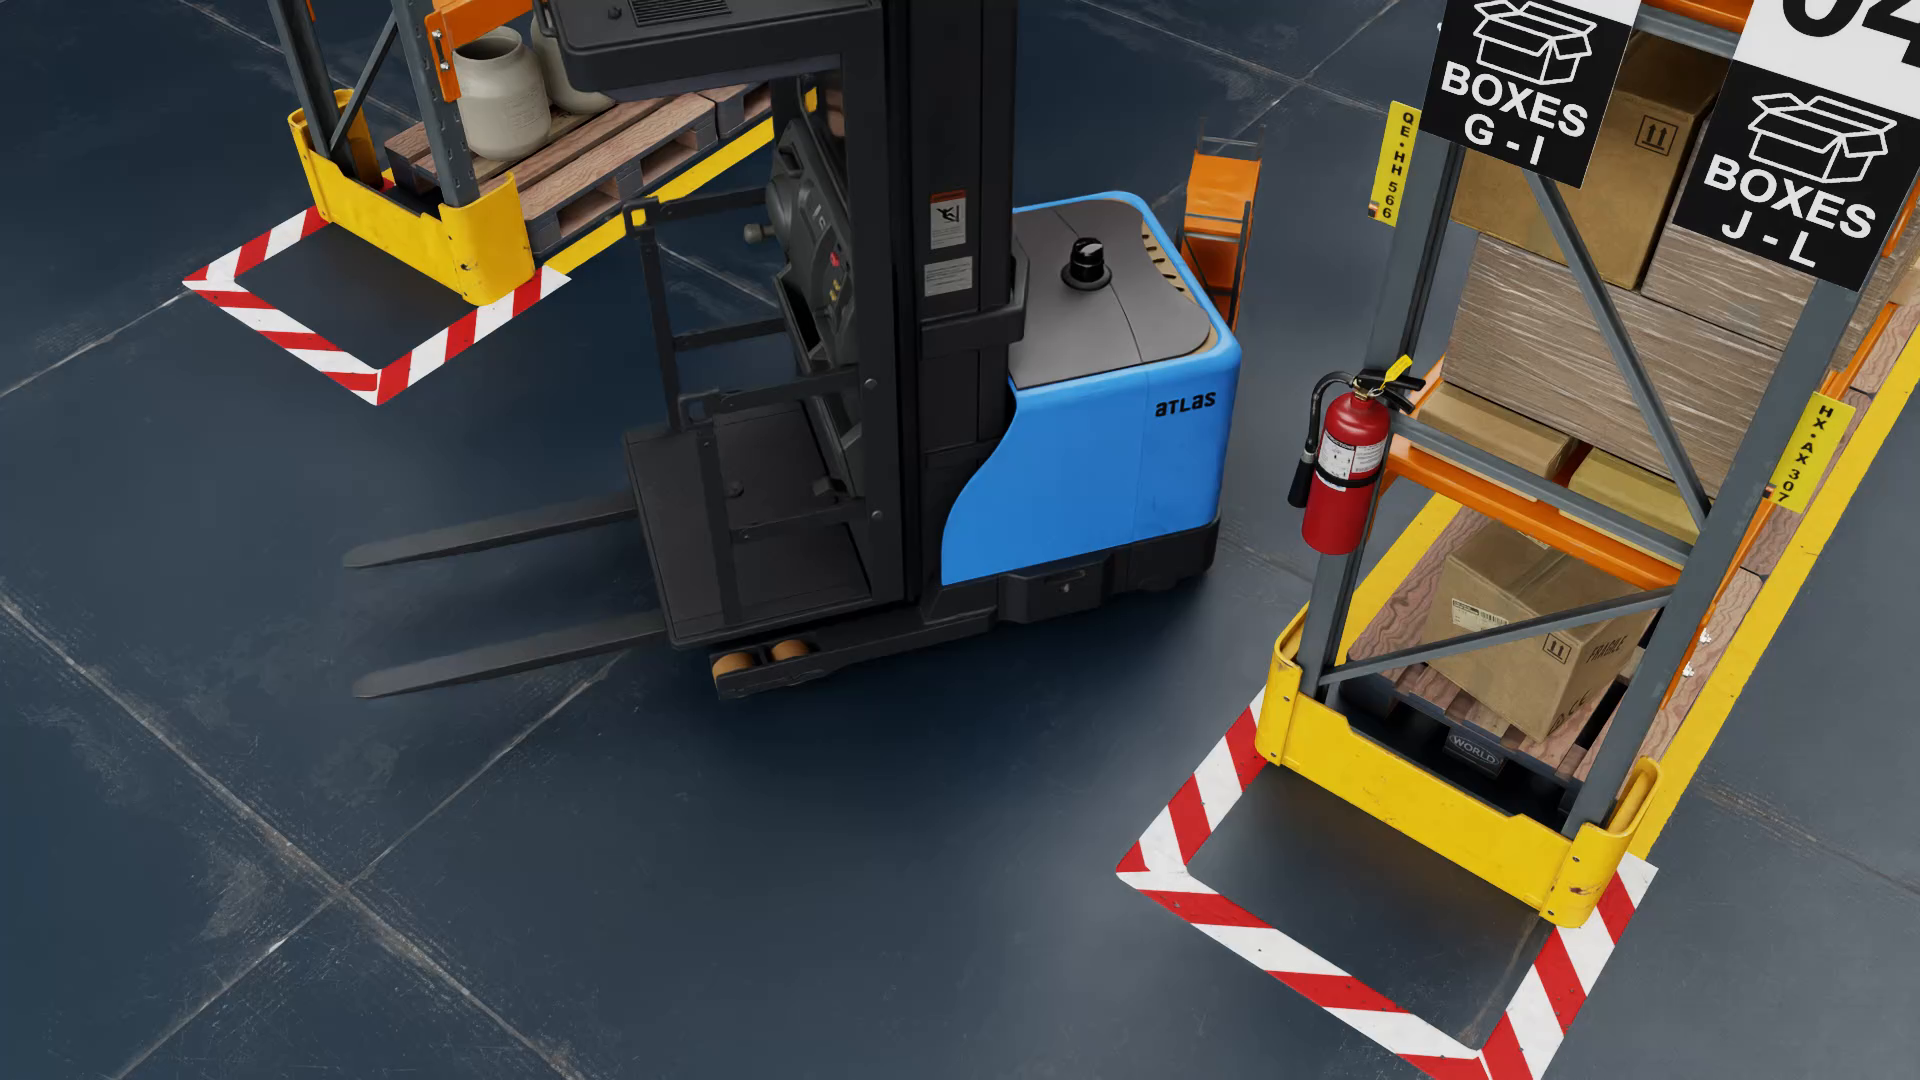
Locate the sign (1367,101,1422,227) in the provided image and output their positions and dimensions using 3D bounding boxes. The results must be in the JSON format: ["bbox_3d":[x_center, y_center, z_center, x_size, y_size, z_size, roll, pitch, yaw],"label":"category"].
[{"bbox_3d":[1.058,-0.902,4.018,0.100,0.325,0.005,29,53,25],"label":"sign"}]

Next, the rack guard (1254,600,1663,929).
[{"bbox_3d":[1.532,0.684,5.251,1.175,0.500,0.348,29,53,25],"label":"rack guard"}]

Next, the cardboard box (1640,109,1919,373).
[{"bbox_3d":[2.037,-0.813,3.986,0.500,0.500,0.500,29,53,25],"label":"cardboard box"}]

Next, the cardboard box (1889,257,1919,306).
[{"bbox_3d":[2.842,-0.922,5.230,0.380,0.149,0.250,29,53,25],"label":"cardboard box"}]

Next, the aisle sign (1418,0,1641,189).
[{"bbox_3d":[1.210,-1.131,3.458,0.394,0.787,0.004,29,53,25],"label":"aisle sign"}]

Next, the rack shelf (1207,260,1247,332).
[{"bbox_3d":[0.936,-0.886,6.360,0.258,0.148,0.480,9,47,9],"label":"rack shelf"}]

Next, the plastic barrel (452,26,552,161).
[{"bbox_3d":[-2.092,-2.022,7.537,0.421,0.512,0.421,0,46,0],"label":"plastic barrel"}]

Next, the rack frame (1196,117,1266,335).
[{"bbox_3d":[0.991,-1.105,6.476,0.240,1.200,0.015,9,47,9],"label":"rack frame"}]

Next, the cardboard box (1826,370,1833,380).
[{"bbox_3d":[2.476,-0.670,4.989,0.380,0.149,0.250,29,53,25],"label":"cardboard box"}]

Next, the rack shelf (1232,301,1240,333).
[{"bbox_3d":[0.936,-0.749,6.504,0.258,0.148,0.480,9,47,9],"label":"rack shelf"}]

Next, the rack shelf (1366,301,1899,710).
[{"bbox_3d":[2.708,-1.032,5.659,1.077,0.370,4.000,29,53,25],"label":"rack shelf"}]

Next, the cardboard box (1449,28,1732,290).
[{"bbox_3d":[1.626,-1.043,4.205,0.500,0.500,0.500,29,53,25],"label":"cardboard box"}]

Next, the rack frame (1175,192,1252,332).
[{"bbox_3d":[0.881,-0.761,6.147,0.240,1.200,0.015,9,47,9],"label":"rack frame"}]

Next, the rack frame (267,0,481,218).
[{"bbox_3d":[-2.434,-2.326,6.397,1.000,3.000,0.127,29,53,25],"label":"rack frame"}]

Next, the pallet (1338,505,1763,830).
[{"bbox_3d":[2.056,0.335,5.784,1.003,0.211,1.213,29,53,25],"label":"pallet"}]

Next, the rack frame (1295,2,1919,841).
[{"bbox_3d":[1.485,-0.136,4.305,1.000,3.000,0.127,29,53,25],"label":"rack frame"}]

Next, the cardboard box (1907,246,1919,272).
[{"bbox_3d":[2.348,-1.096,4.256,0.500,0.500,0.500,29,53,25],"label":"cardboard box"}]

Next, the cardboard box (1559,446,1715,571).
[{"bbox_3d":[1.848,-0.107,4.451,0.380,0.149,0.250,29,53,25],"label":"cardboard box"}]

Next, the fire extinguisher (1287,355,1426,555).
[{"bbox_3d":[1.050,-0.247,4.465,0.296,0.674,0.183,29,53,25],"label":"fire extinguisher"}]

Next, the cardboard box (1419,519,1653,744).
[{"bbox_3d":[1.880,0.233,5.392,0.500,0.500,0.500,-33,54,-27],"label":"cardboard box"}]

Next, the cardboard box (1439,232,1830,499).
[{"bbox_3d":[1.843,-0.576,4.451,0.875,0.500,0.500,29,53,25],"label":"cardboard box"}]

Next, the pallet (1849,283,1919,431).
[{"bbox_3d":[3.548,-1.062,7.118,1.003,0.211,1.213,29,53,25],"label":"pallet"}]

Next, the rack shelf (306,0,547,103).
[{"bbox_3d":[-1.211,-3.222,7.750,1.077,0.370,4.000,29,53,25],"label":"rack shelf"}]

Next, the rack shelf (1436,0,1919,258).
[{"bbox_3d":[2.708,-2.068,4.574,1.077,0.370,4.000,29,53,25],"label":"rack shelf"}]

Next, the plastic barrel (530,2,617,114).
[{"bbox_3d":[-1.786,-2.308,7.811,0.421,0.512,0.421,0,46,0],"label":"plastic barrel"}]

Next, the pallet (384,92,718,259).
[{"bbox_3d":[-1.924,-1.889,7.909,1.003,0.211,1.213,29,53,25],"label":"pallet"}]

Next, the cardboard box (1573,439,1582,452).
[{"bbox_3d":[1.649,-0.446,4.776,0.380,0.149,0.250,29,53,25],"label":"cardboard box"}]

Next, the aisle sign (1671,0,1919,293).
[{"bbox_3d":[1.685,-0.866,3.205,0.394,0.787,0.004,29,53,25],"label":"aisle sign"}]

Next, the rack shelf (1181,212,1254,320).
[{"bbox_3d":[0.936,-1.041,6.198,0.258,0.148,0.480,9,47,9],"label":"rack shelf"}]

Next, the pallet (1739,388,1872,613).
[{"bbox_3d":[2.803,-0.360,6.448,1.003,0.211,1.213,29,53,25],"label":"pallet"}]

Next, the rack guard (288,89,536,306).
[{"bbox_3d":[-2.425,-1.526,7.362,1.175,0.500,0.348,29,53,25],"label":"rack guard"}]

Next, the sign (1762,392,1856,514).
[{"bbox_3d":[1.915,-0.195,3.763,0.100,0.325,0.005,29,53,25],"label":"sign"}]

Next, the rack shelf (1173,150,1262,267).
[{"bbox_3d":[0.936,-1.204,6.027,0.258,0.148,0.480,9,47,9],"label":"rack shelf"}]

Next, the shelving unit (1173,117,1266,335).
[{"bbox_3d":[0.936,-0.933,6.311,0.258,1.200,0.503,9,47,9],"label":"shelving unit"}]

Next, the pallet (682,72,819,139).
[{"bbox_3d":[-1.178,-2.584,8.573,1.003,0.211,1.213,29,53,25],"label":"pallet"}]

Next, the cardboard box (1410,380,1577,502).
[{"bbox_3d":[1.496,-0.303,4.639,0.380,0.149,0.250,29,53,25],"label":"cardboard box"}]

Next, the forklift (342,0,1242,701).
[{"bbox_3d":[-0.643,-0.897,5.080,3.031,2.935,1.130,-13,48,-12],"label":"forklift"}]
